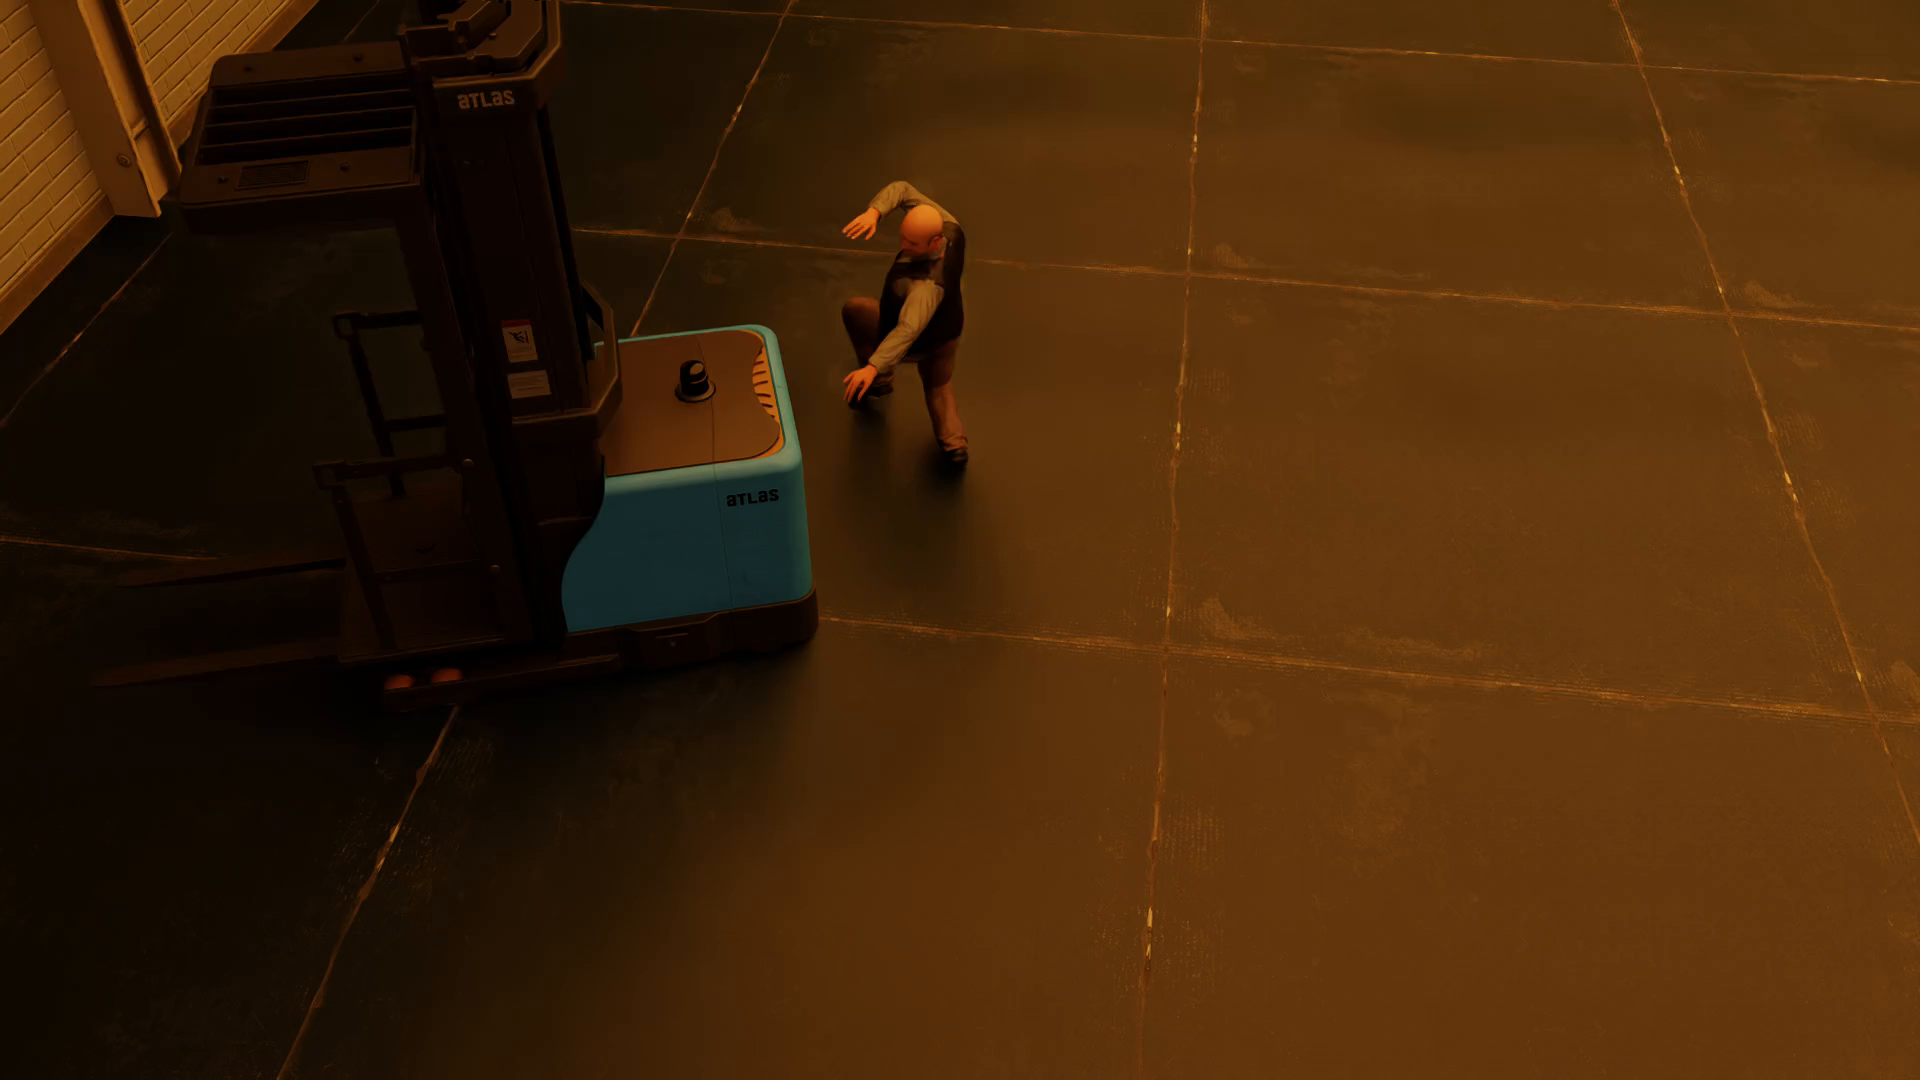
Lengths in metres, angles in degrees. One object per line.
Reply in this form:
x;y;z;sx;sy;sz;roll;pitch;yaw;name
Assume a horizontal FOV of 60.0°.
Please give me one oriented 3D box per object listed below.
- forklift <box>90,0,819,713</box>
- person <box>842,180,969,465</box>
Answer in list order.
-2.197;-0.737;6.526;3.031;2.935;1.130;-8;43;-9;forklift
-0.406;-0.971;7.898;0.958;1.429;0.953;-32;52;-30;person
